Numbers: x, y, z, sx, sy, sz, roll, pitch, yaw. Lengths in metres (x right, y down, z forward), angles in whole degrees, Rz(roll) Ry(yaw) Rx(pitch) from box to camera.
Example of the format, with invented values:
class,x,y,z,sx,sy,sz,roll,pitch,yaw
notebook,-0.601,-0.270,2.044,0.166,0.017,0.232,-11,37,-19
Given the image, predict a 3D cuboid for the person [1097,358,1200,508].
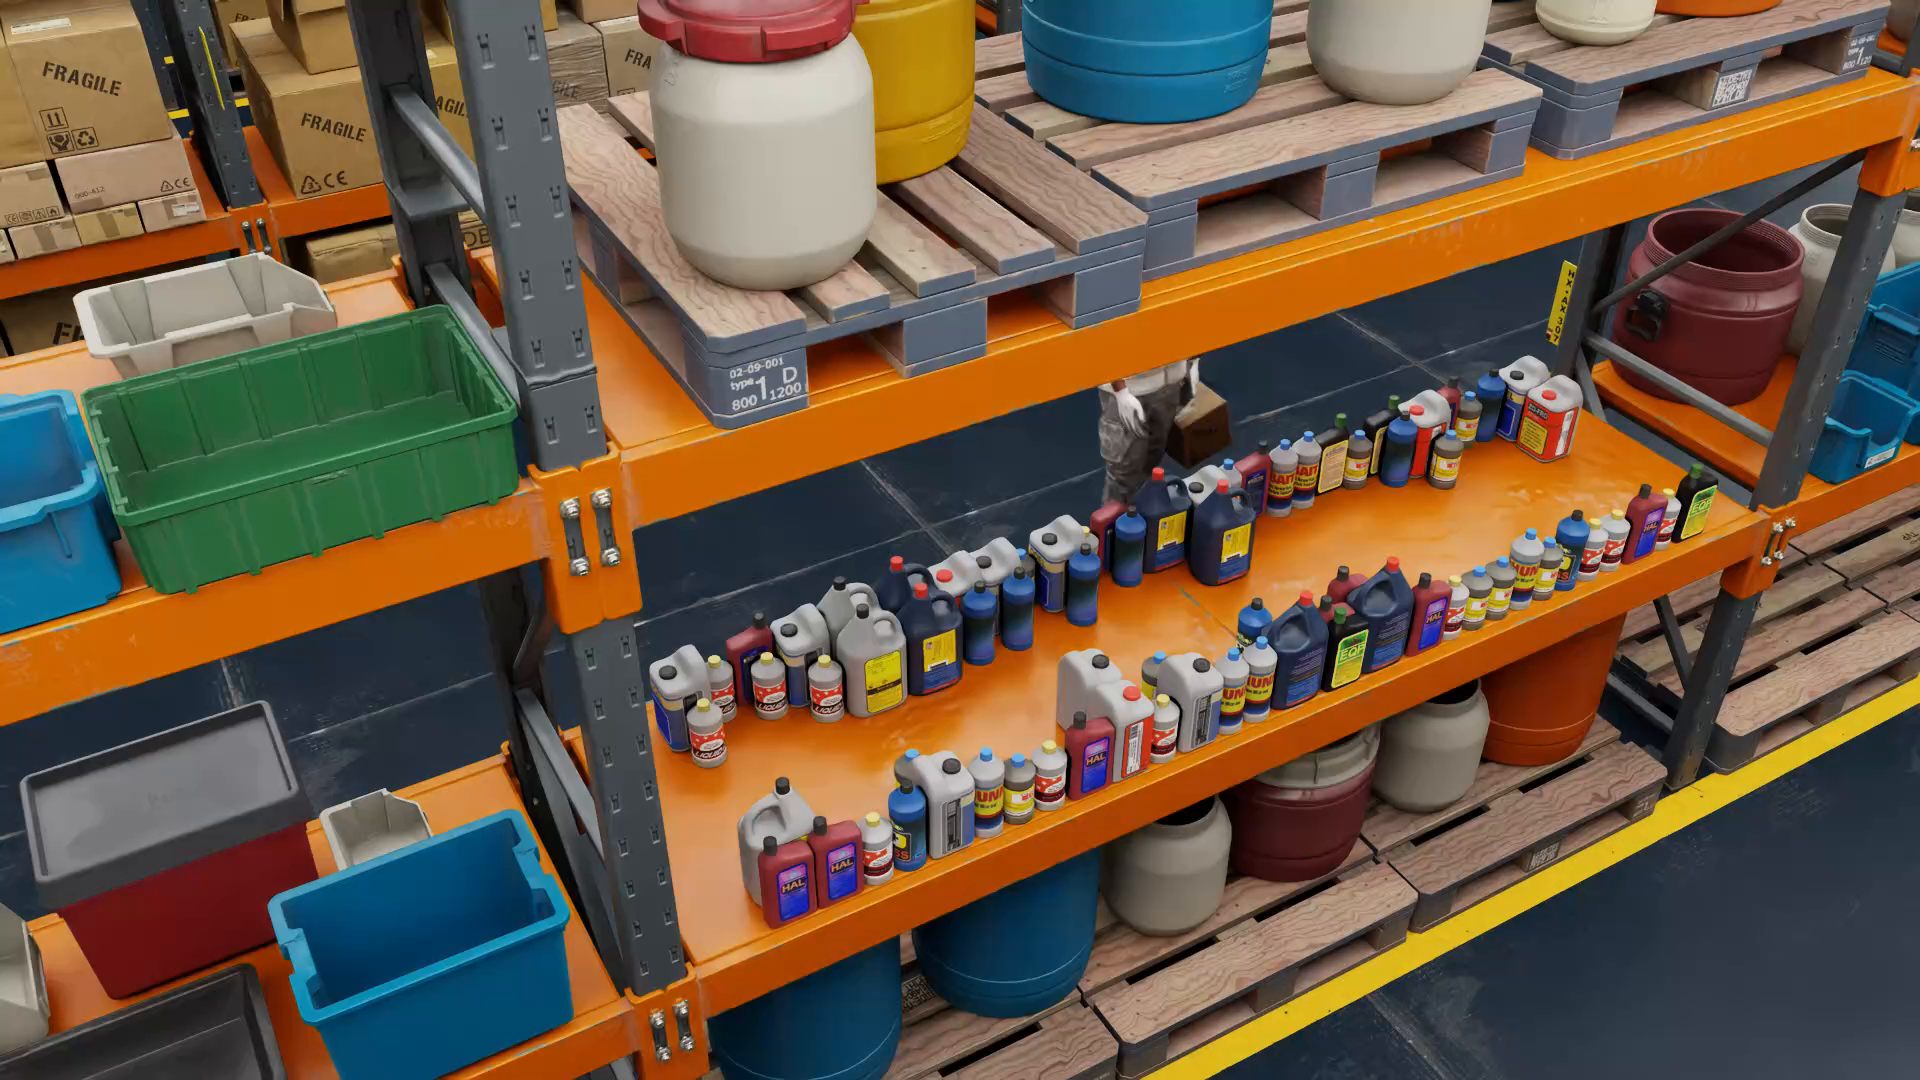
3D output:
class,x,y,z,sx,sy,sz,roll,pitch,yaw
person,0.793,-0.689,6.980,0.549,1.732,0.437,-27,44,-31
